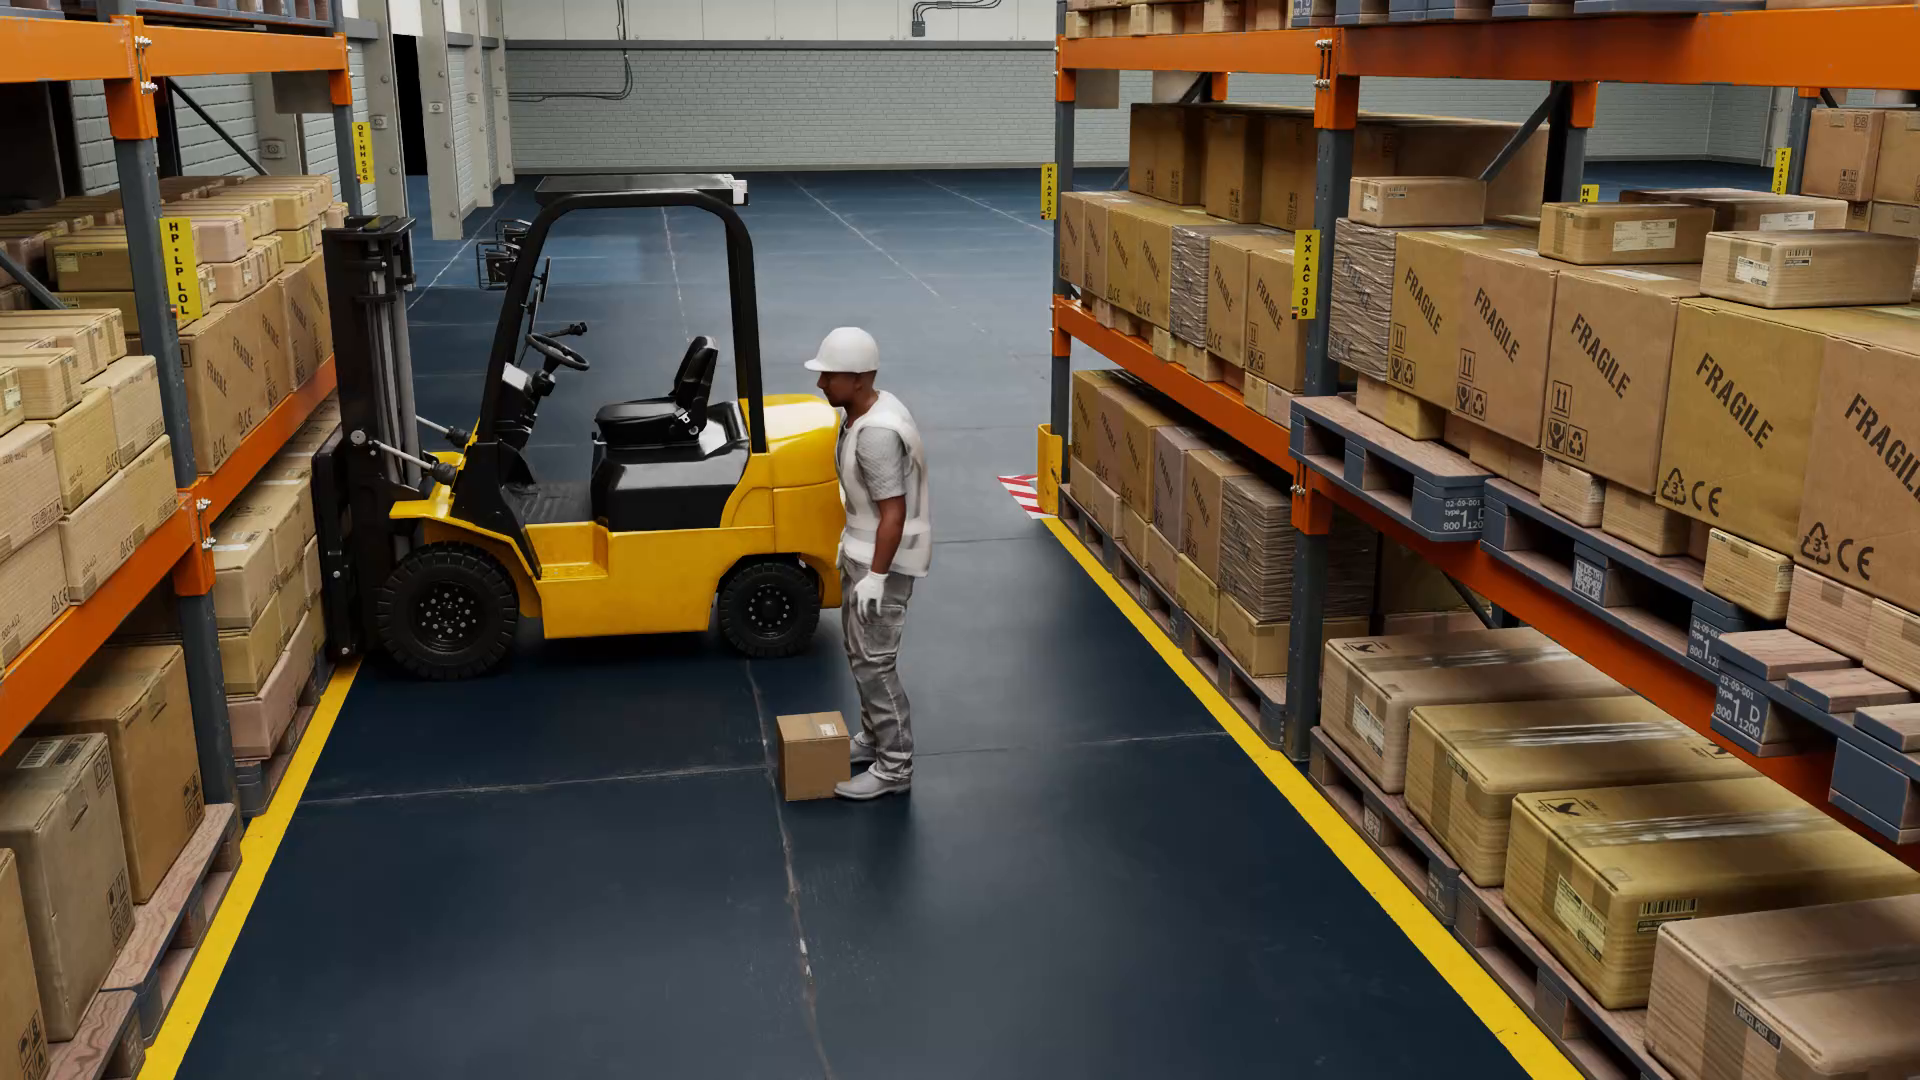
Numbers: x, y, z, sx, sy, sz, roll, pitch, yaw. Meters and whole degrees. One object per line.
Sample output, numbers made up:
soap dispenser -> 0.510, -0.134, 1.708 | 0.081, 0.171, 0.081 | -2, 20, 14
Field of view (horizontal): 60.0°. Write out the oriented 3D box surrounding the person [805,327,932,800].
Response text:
person -> -0.341, 0.082, 6.231 | 0.449, 1.774, 0.616 | -3, 16, -11
